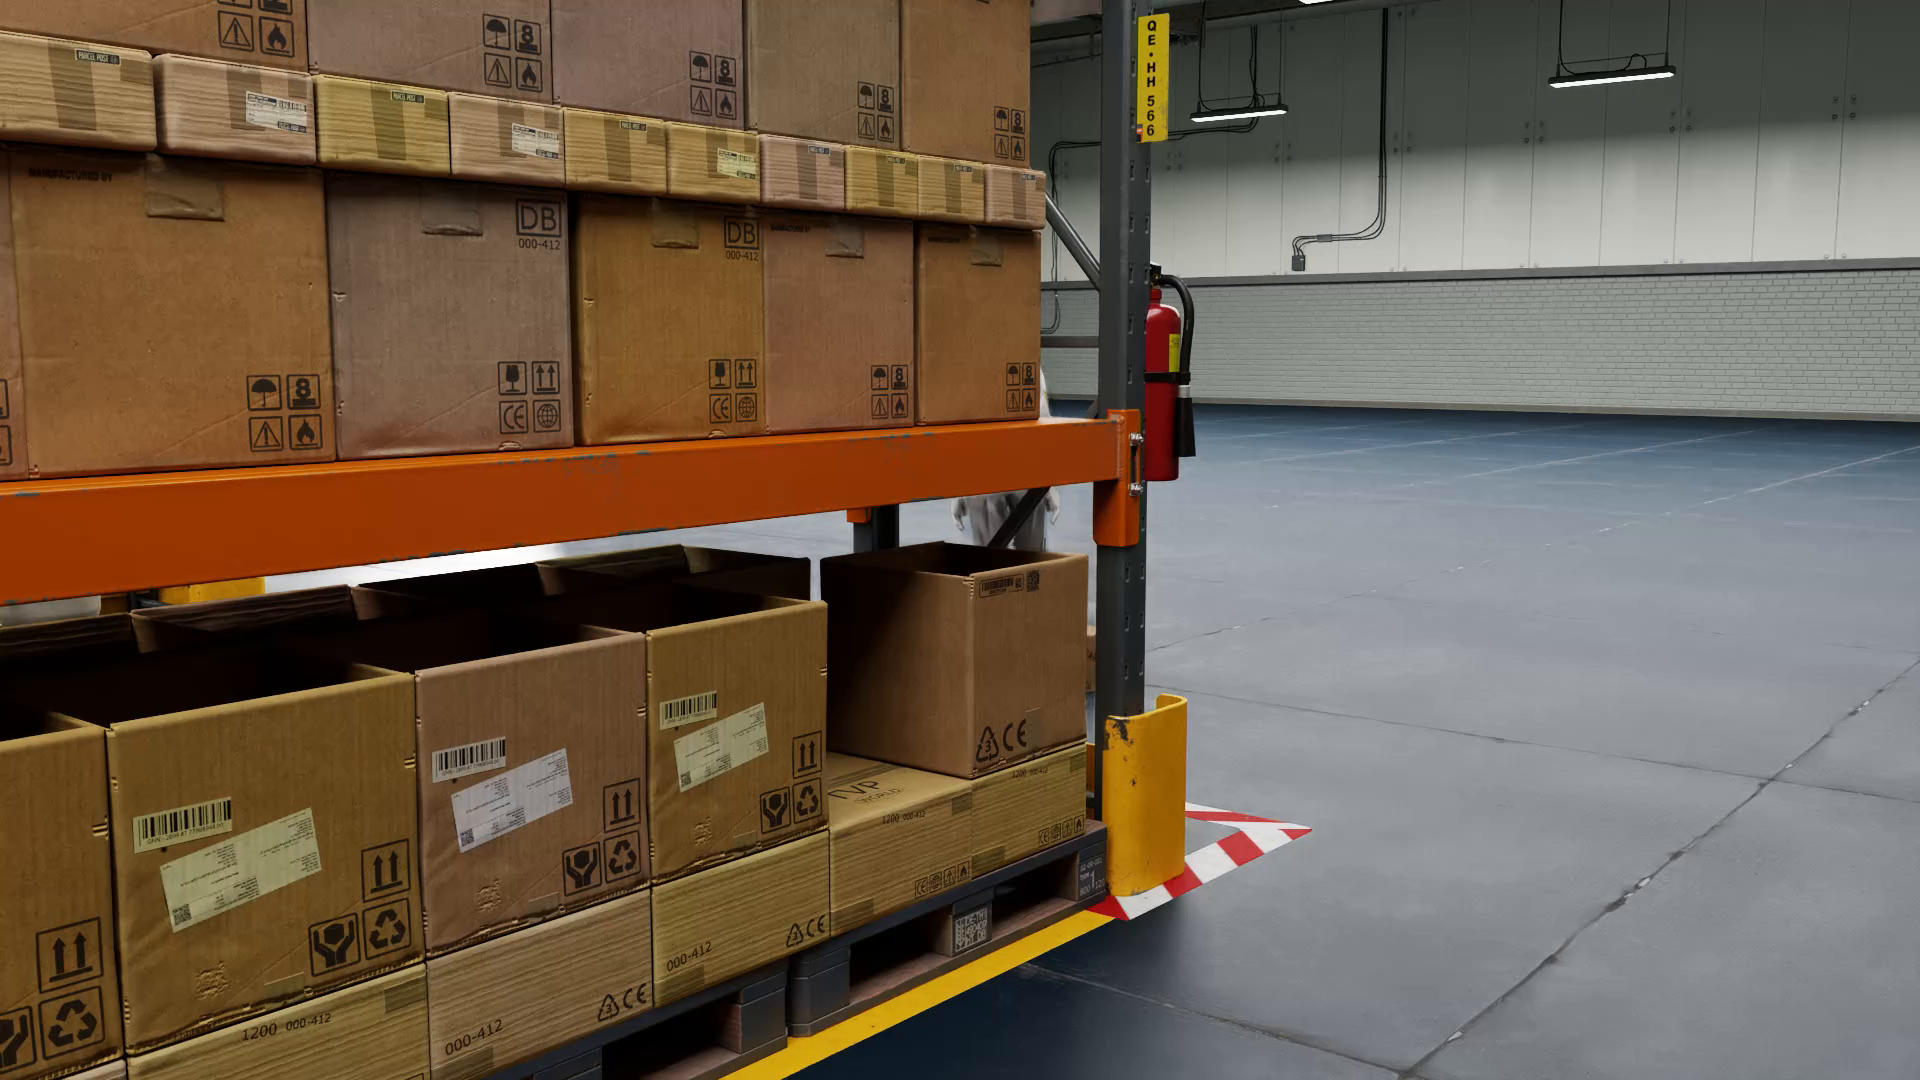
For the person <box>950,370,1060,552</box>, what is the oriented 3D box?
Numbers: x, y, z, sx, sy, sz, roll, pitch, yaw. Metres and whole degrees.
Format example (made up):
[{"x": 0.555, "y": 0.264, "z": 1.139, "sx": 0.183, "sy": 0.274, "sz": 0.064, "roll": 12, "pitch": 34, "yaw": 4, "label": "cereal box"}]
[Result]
[{"x": 0.176, "y": -0.215, "z": 7.324, "sx": 0.509, "sy": 1.660, "sz": 0.483, "roll": -1, "pitch": 7, "yaw": -5, "label": "person"}]
